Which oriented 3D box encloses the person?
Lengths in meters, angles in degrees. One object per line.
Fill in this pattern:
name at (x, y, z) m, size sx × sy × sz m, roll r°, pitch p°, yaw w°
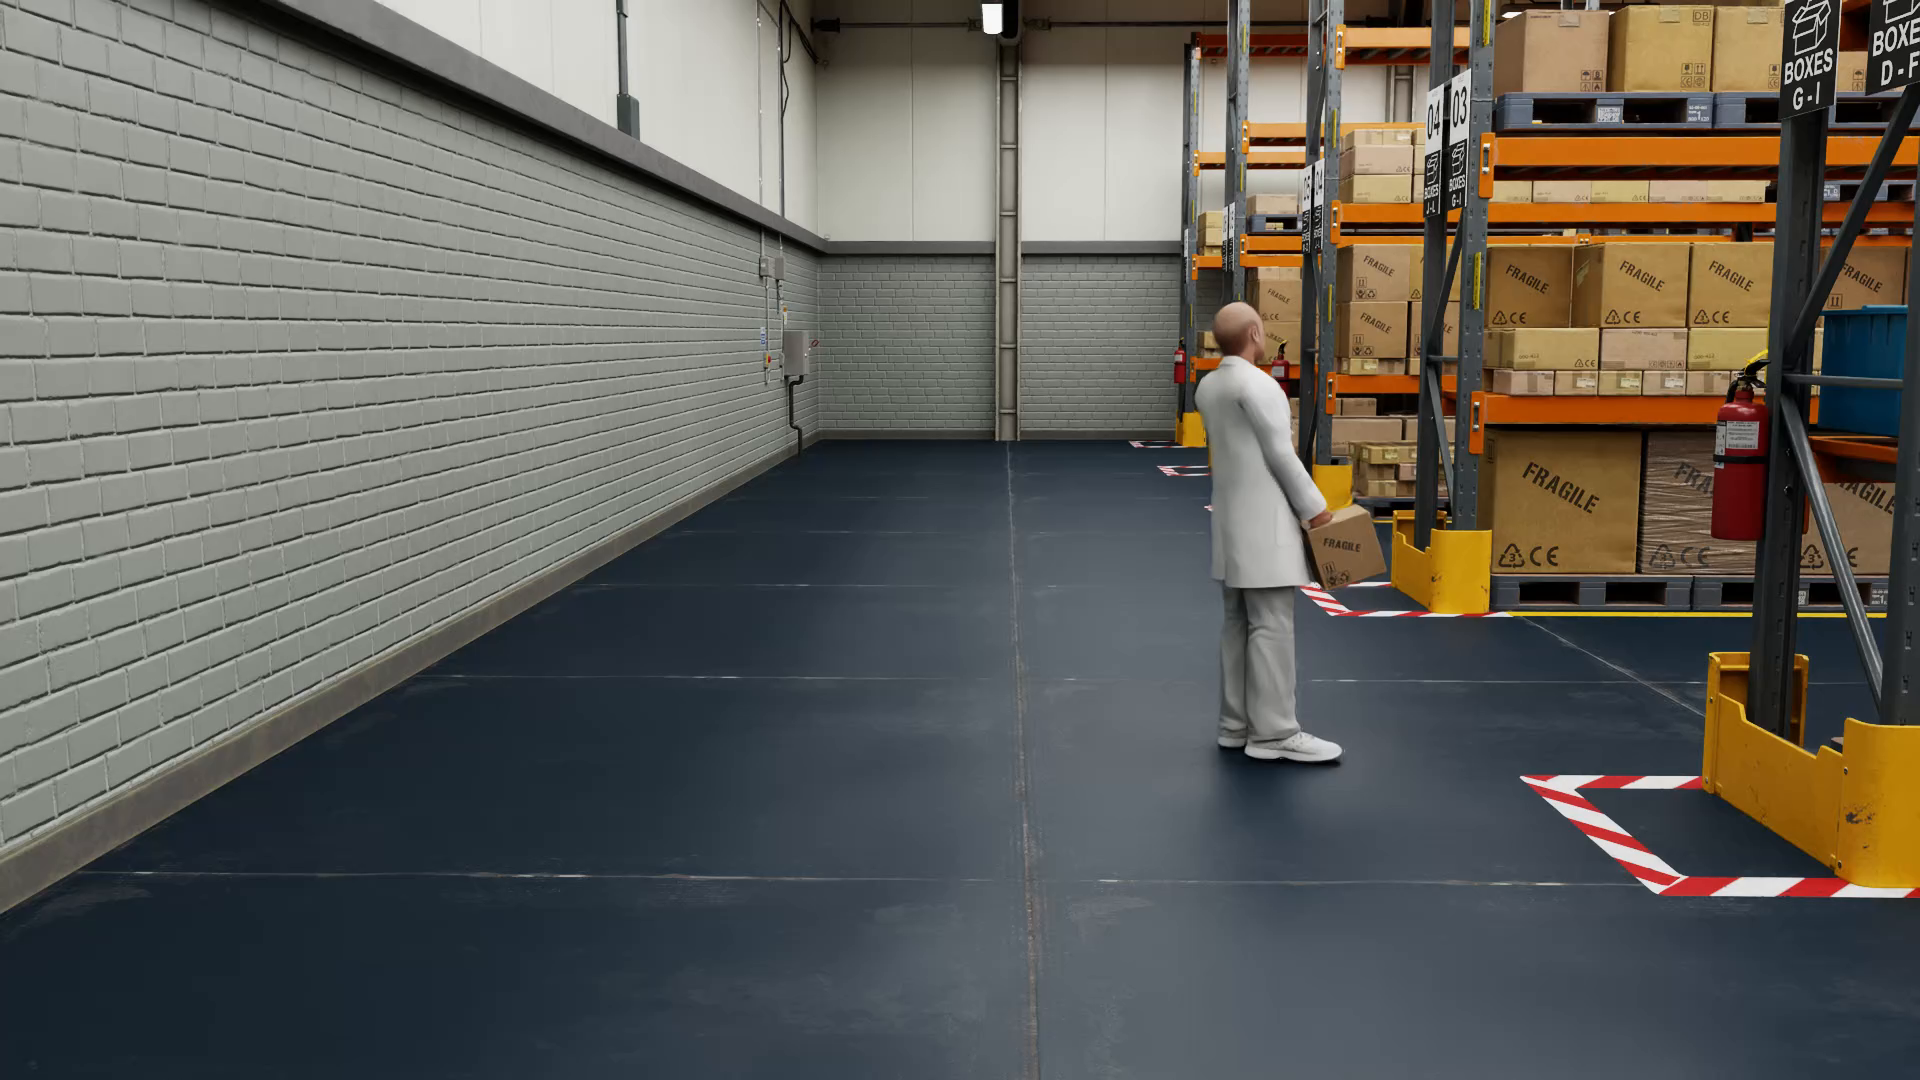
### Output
person at (1.221, -0.044, 6.618) m, size 0.469 × 1.783 × 0.606 m, roll -2°, pitch 7°, yaw -16°
